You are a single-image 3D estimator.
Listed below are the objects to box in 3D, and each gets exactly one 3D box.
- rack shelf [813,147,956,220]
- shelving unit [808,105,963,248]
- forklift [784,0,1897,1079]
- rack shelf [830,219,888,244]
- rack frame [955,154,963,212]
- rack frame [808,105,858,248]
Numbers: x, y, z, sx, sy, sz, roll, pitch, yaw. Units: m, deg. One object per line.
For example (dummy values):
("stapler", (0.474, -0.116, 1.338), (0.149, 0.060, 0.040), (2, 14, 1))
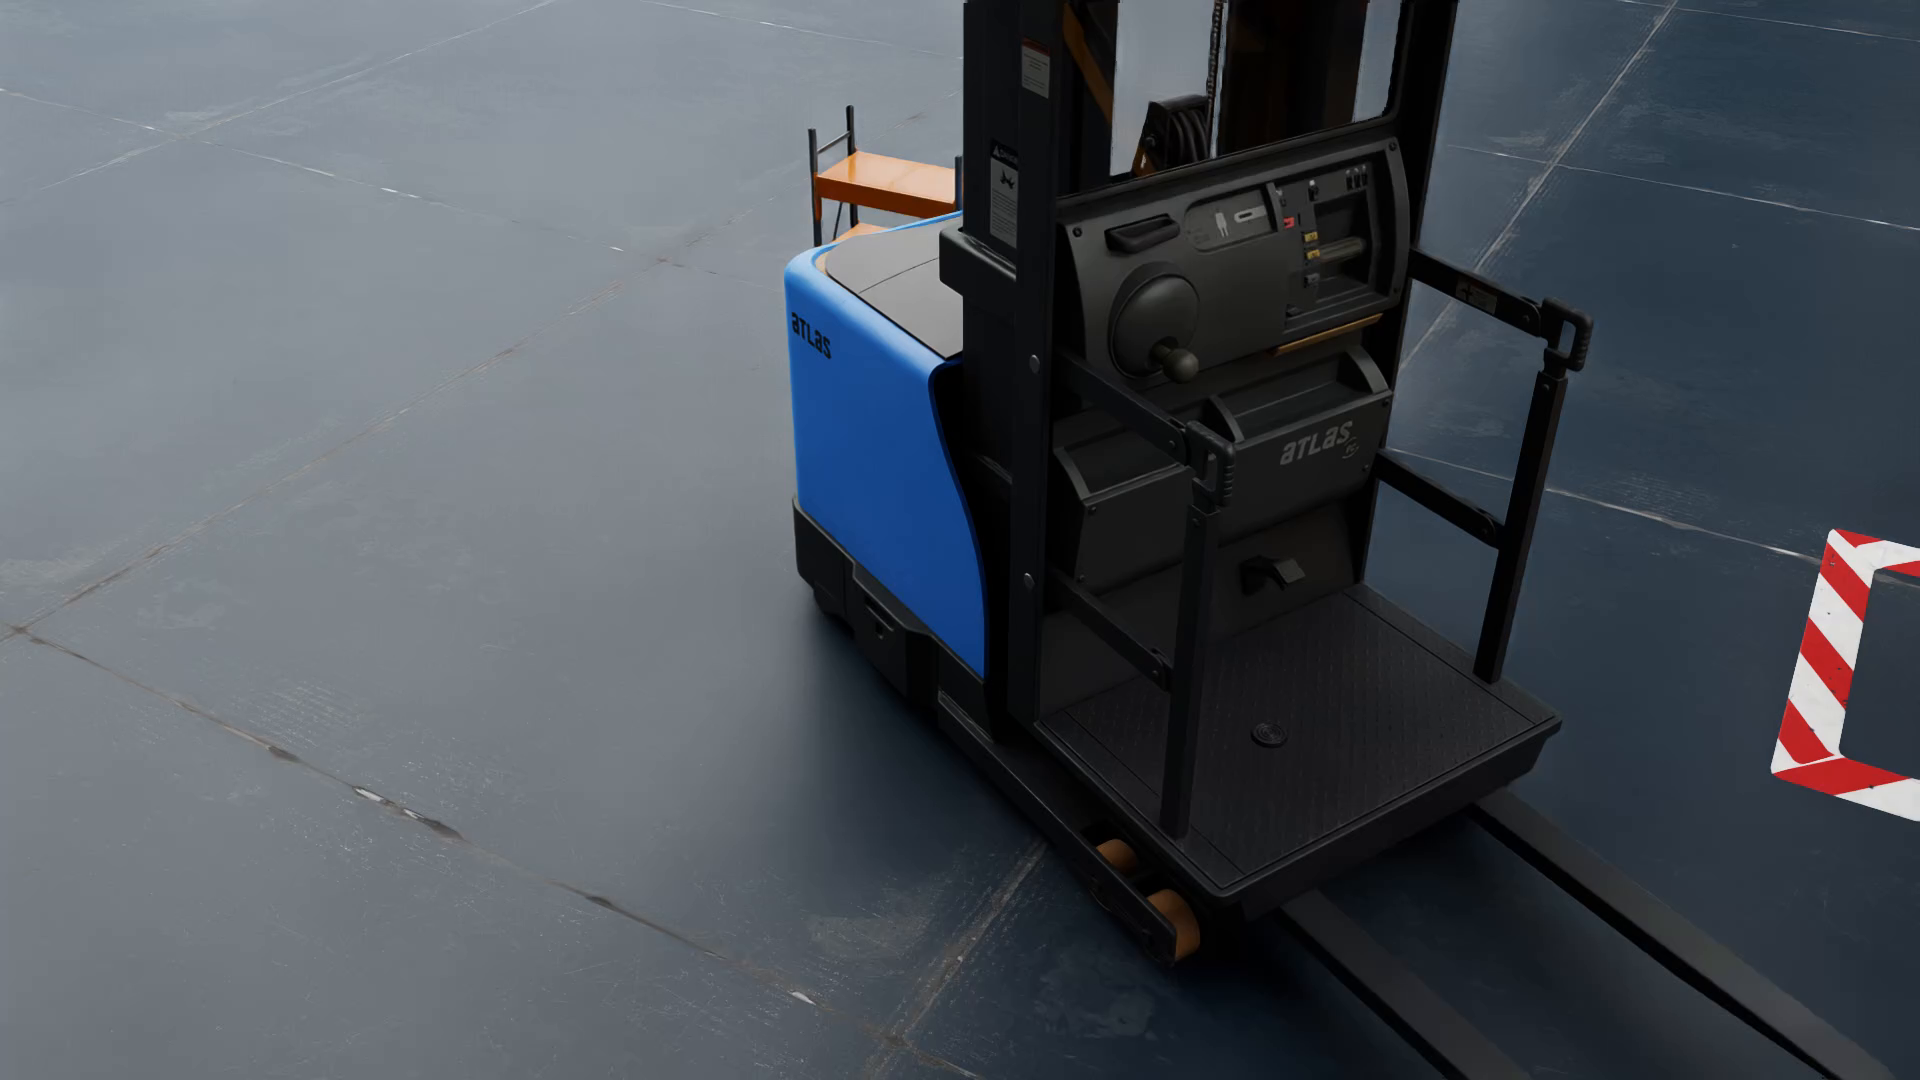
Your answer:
("rack shelf", (-0.170, -1.035, 5.013), (0.480, 0.148, 0.258), (16, 37, 23))
("shelving unit", (-0.170, -0.708, 5.231), (0.503, 1.200, 0.258), (16, 37, 23))
("forklift", (0.736, -0.556, 3.440), (1.130, 2.935, 3.031), (-20, 38, -27))
("rack shelf", (-0.170, -0.838, 5.144), (0.480, 0.148, 0.258), (16, 37, 23))
("rack frame", (0.047, -0.646, 5.137), (0.015, 1.200, 0.240), (16, 37, 23))
("rack frame", (-0.386, -0.770, 5.324), (0.015, 1.200, 0.240), (16, 37, 23))
